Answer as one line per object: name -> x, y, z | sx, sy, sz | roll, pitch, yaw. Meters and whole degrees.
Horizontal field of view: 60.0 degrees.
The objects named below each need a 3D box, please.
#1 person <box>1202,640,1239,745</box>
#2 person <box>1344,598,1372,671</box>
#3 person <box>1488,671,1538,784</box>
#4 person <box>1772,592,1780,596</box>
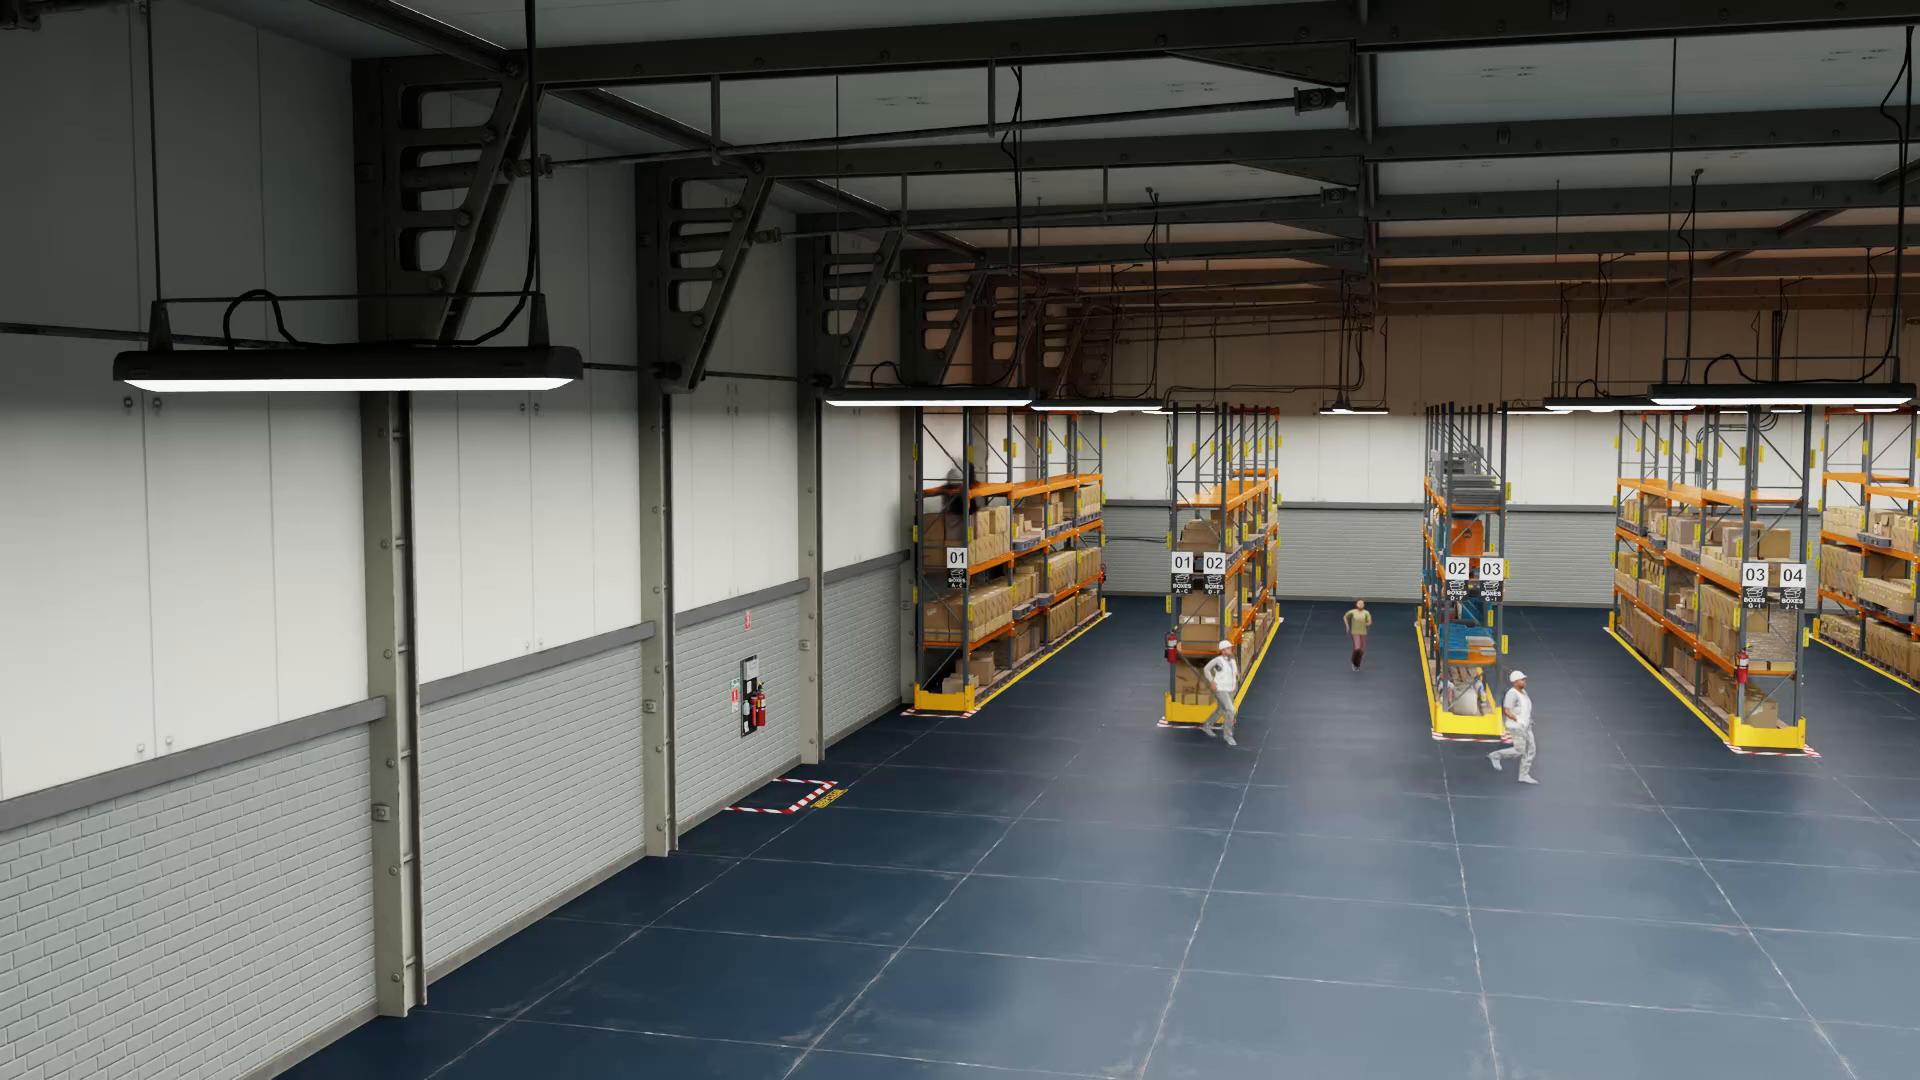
person -> 4.637, 2.675, 29.392 | 0.784, 1.831, 0.653 | 4, 6, 40
person -> 8.952, 2.127, 37.315 | 0.559, 1.639, 0.599 | 0, 4, -2
person -> 8.743, 2.930, 26.143 | 0.740, 1.757, 0.674 | 3, 5, 37
person -> 20.892, 1.691, 42.853 | 0.716, 1.726, 0.627 | 1, 4, 17
